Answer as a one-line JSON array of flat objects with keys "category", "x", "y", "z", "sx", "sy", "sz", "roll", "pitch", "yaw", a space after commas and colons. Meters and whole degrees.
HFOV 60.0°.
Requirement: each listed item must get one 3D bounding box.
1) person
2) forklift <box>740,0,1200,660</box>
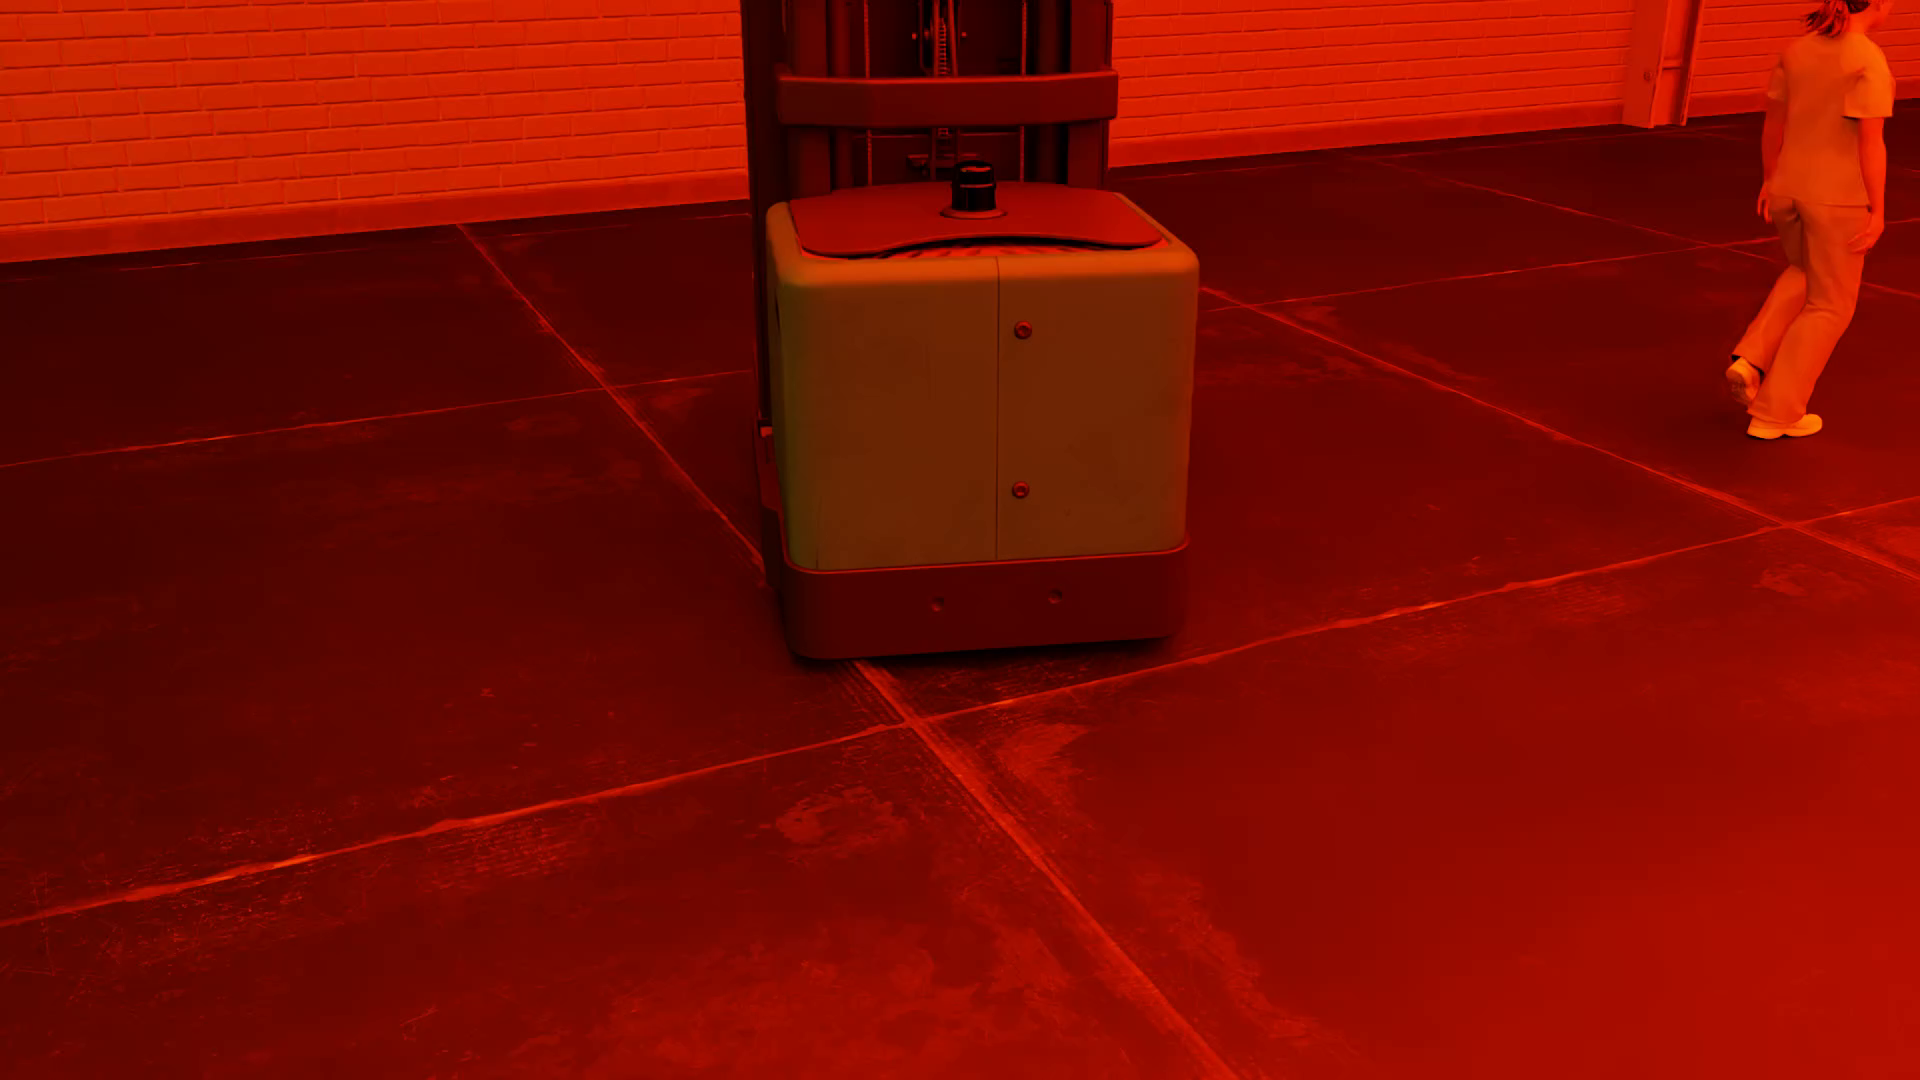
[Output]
[{"category": "person", "x": 3.028, "y": -1.180, "z": 5.792, "sx": 0.471, "sy": 1.655, "sz": 0.562, "roll": -8, "pitch": 24, "yaw": -18}, {"category": "forklift", "x": -0.131, "y": -1.583, "z": 5.097, "sx": 1.130, "sy": 2.935, "sz": 3.031, "roll": -3, "pitch": 23, "yaw": -8}]
